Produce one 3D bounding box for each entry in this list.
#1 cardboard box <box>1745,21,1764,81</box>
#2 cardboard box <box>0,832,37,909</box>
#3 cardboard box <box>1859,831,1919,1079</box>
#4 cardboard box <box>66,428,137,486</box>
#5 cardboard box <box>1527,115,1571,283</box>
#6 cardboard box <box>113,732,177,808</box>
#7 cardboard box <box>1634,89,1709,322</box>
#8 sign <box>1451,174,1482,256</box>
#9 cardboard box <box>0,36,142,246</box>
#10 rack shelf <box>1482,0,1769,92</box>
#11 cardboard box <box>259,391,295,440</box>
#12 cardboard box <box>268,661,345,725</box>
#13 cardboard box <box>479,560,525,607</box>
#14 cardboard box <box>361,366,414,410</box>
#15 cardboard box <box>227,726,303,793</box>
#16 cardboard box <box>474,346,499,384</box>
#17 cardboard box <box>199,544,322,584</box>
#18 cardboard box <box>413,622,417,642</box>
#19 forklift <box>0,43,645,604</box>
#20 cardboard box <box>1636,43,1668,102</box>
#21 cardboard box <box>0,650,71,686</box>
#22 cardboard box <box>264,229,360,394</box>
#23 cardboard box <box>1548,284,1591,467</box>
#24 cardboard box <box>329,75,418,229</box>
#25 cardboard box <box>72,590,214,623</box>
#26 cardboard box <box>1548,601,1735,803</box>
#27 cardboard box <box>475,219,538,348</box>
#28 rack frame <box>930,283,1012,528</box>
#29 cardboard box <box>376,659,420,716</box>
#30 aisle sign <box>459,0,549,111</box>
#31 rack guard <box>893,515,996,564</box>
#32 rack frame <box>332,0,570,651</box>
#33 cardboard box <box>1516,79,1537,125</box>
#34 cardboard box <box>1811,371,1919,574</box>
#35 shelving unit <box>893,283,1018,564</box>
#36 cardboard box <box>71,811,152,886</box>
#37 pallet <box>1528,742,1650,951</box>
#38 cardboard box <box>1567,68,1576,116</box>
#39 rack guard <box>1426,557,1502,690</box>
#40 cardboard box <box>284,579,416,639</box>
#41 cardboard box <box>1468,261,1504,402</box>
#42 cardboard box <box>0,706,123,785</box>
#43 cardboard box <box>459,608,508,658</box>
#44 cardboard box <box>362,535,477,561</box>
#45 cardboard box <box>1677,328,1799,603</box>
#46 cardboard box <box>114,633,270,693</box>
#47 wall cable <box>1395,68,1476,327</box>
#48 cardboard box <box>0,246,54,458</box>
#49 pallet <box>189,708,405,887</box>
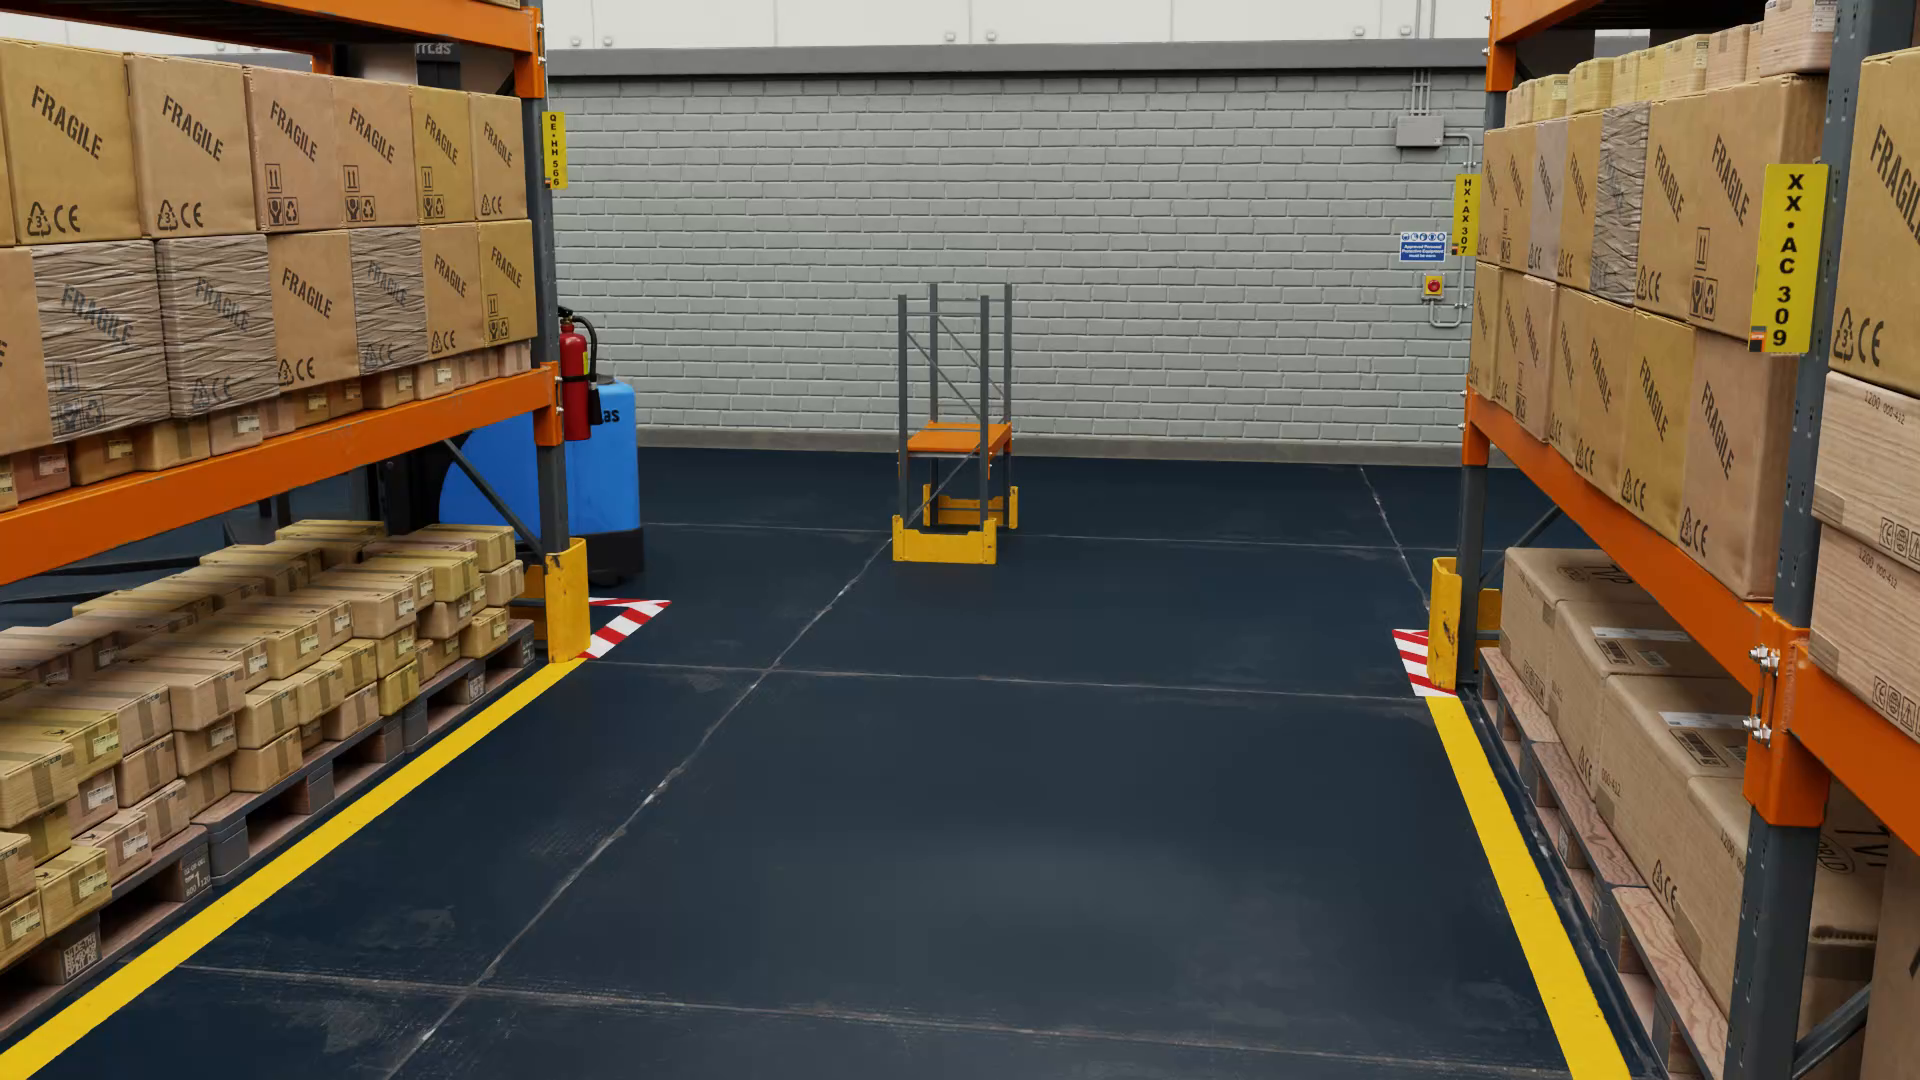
[{"bbox_3d":[1.926,-1.044,3.568,0.380,0.149,0.250,2,12,9],"label":"cardboard box"},{"bbox_3d":[-2.537,0.827,4.102,0.380,0.149,0.250,2,12,11],"label":"cardboard box"},{"bbox_3d":[1.981,0.953,2.497,0.875,0.875,0.875,2,12,10],"label":"cardboard box"},{"bbox_3d":[-2.539,-0.247,4.614,0.380,0.149,0.250,1,12,6],"label":"cardboard box"},{"bbox_3d":[2.113,-1.076,5.257,0.500,0.500,0.500,2,12,8],"label":"cardboard box"},{"bbox_3d":[-2.541,0.663,4.861,0.380,0.149,0.250,1,12,6],"label":"cardboard box"},{"bbox_3d":[1.883,-0.762,3.799,0.500,0.500,0.500,2,12,8],"label":"cardboard box"},{"bbox_3d":[2.065,-1.326,6.782,0.100,0.325,0.005,2,12,9],"label":"sign"},{"bbox_3d":[-2.535,-1.029,4.330,0.500,0.500,0.500,2,12,7],"label":"cardboard box"},{"bbox_3d":[2.305,-1.543,4.620,1.077,0.370,4.000,2,12,9],"label":"rack shelf"},{"bbox_3d":[-2.393,-0.410,5.371,0.380,0.149,0.250,2,12,11],"label":"cardboard box"},{"bbox_3d":[-2.311,0.506,5.592,0.380,0.149,0.250,2,12,9],"label":"cardboard box"},{"bbox_3d":[-2.093,0.178,7.111,0.380,0.149,0.250,2,12,7],"label":"cardboard box"},{"bbox_3d":[-2.250,-0.573,6.129,0.380,0.149,0.250,1,12,6],"label":"cardboard box"},{"bbox_3d":[-2.376,0.700,5.394,0.380,0.149,0.250,2,12,7],"label":"cardboard box"},{"bbox_3d":[-2.140,-0.734,6.873,0.380,0.149,0.250,2,12,9],"label":"cardboard box"},{"bbox_3d":[-2.799,0.121,6.669,0.380,0.149,0.250,2,12,8],"label":"cardboard box"},{"bbox_3d":[-2.315,0.339,6.365,0.380,0.149,0.250,2,12,8],"label":"cardboard box"},{"bbox_3d":[-3.234,-1.138,8.318,3.031,2.935,1.130,-6,14,-27],"label":"forklift"},{"bbox_3d":[1.989,-1.205,4.315,0.380,0.149,0.250,2,12,7],"label":"cardboard box"},{"bbox_3d":[-3.013,0.446,5.160,0.380,0.149,0.250,1,12,6],"label":"cardboard box"},{"bbox_3d":[-2.349,-0.760,5.456,0.500,0.500,0.500,3,12,11],"label":"cardboard box"},{"bbox_3d":[2.048,-0.487,4.894,0.500,0.500,0.500,2,12,11],"label":"cardboard box"},{"bbox_3d":[-2.268,-1.350,5.819,0.500,0.500,0.500,3,12,12],"label":"cardboard box"},{"bbox_3d":[-2.893,0.286,5.903,0.380,0.149,0.250,2,12,10],"label":"cardboard box"},{"bbox_3d":[2.477,0.534,5.480,0.875,0.438,0.875,2,12,10],"label":"cardboard box"},{"bbox_3d":[-2.109,-1.076,6.924,0.500,0.500,0.500,2,12,10],"label":"cardboard box"},{"bbox_3d":[0.065,-0.821,10.244,0.500,1.500,0.032,2,12,9],"label":"rack frame"},{"bbox_3d":[-2.237,0.537,6.153,0.380,0.149,0.250,1,12,6],"label":"cardboard box"},{"bbox_3d":[-1.986,-2.260,7.191,0.394,0.787,0.004,2,12,9],"label":"aisle sign"},{"bbox_3d":[-0.088,-0.003,9.412,0.587,0.250,0.087,2,12,9],"label":"rack guard"},{"bbox_3d":[-2.294,-0.984,7.439,1.000,3.000,0.127,2,12,9],"label":"rack frame"},{"bbox_3d":[2.161,-1.527,5.809,0.380,0.149,0.250,2,12,10],"label":"cardboard box"},{"bbox_3d":[1.651,-0.101,2.509,0.500,0.250,0.500,2,12,7],"label":"cardboard box"},{"bbox_3d":[-0.012,-0.717,9.762,0.587,1.500,1.083,2,12,9],"label":"shelving unit"},{"bbox_3d":[-2.508,0.863,4.640,0.380,0.149,0.250,2,12,8],"label":"cardboard box"},{"bbox_3d":[2.377,0.941,5.127,1.003,0.211,1.213,2,12,9],"label":"pallet"},{"bbox_3d":[2.070,-1.365,5.056,0.380,0.149,0.250,2,12,9],"label":"cardboard box"},{"bbox_3d":[2.616,0.372,7.079,1.175,0.500,0.348,2,12,9],"label":"rack guard"},{"bbox_3d":[-2.224,0.250,6.071,0.380,0.149,0.250,2,12,11],"label":"cardboard box"},{"bbox_3d":[2.255,-0.803,6.361,0.500,0.500,0.500,2,12,8],"label":"cardboard box"},{"bbox_3d":[-2.561,0.572,4.579,0.380,0.149,0.250,2,12,8],"label":"cardboard box"},{"bbox_3d":[-2.109,0.378,6.892,0.380,0.149,0.250,2,12,10],"label":"cardboard box"},{"bbox_3d":[-2.221,0.082,6.849,0.380,0.149,0.250,2,12,10],"label":"cardboard box"},{"bbox_3d":[1.816,-0.166,3.405,0.500,0.500,0.500,2,12,9],"label":"cardboard box"},{"bbox_3d":[-2.463,0.407,5.344,0.380,0.149,0.250,1,12,6],"label":"cardboard box"},{"bbox_3d":[3.457,-2.531,12.132,0.585,1.953,0.123,2,12,9],"label":"wall cable"},{"bbox_3d":[-2.584,-0.440,3.974,0.500,0.500,0.500,2,12,8],"label":"cardboard box"},{"bbox_3d":[-2.656,0.816,5.705,1.003,0.211,1.213,2,12,9],"label":"pallet"}]
